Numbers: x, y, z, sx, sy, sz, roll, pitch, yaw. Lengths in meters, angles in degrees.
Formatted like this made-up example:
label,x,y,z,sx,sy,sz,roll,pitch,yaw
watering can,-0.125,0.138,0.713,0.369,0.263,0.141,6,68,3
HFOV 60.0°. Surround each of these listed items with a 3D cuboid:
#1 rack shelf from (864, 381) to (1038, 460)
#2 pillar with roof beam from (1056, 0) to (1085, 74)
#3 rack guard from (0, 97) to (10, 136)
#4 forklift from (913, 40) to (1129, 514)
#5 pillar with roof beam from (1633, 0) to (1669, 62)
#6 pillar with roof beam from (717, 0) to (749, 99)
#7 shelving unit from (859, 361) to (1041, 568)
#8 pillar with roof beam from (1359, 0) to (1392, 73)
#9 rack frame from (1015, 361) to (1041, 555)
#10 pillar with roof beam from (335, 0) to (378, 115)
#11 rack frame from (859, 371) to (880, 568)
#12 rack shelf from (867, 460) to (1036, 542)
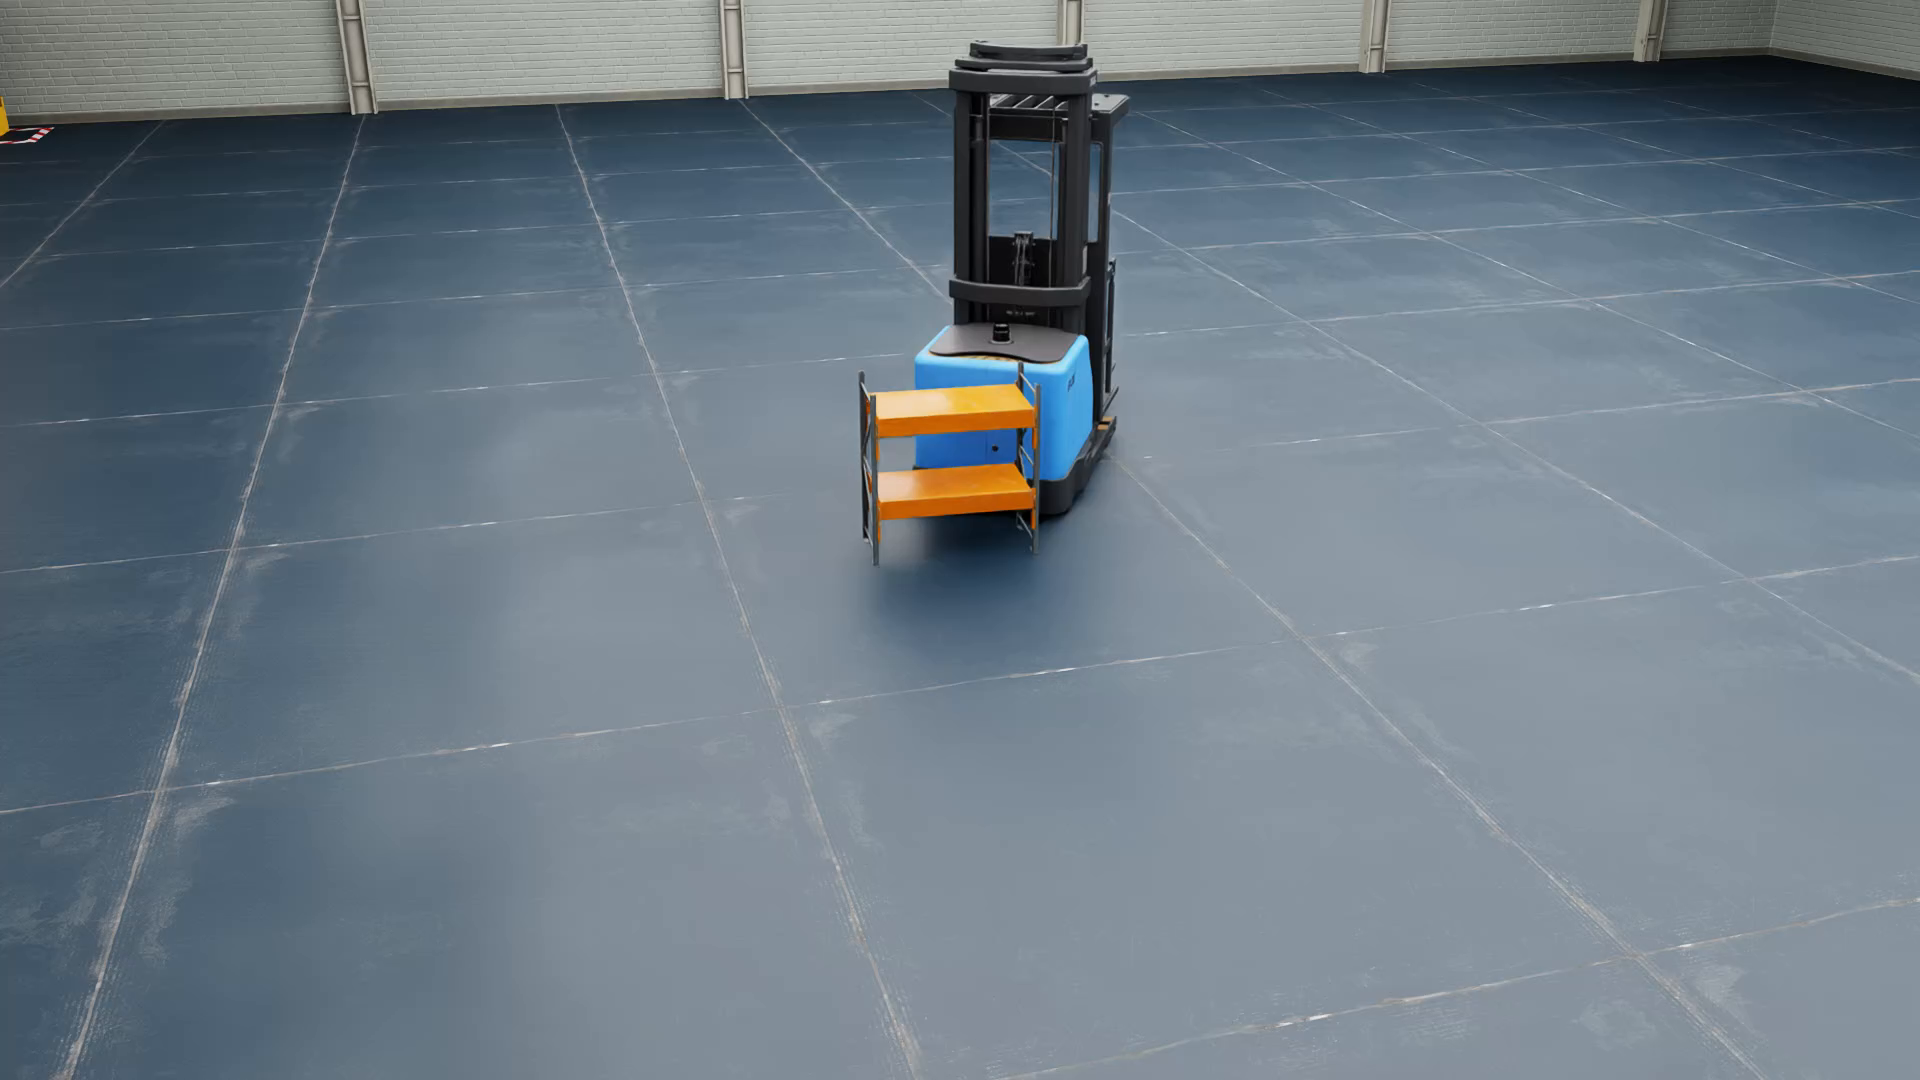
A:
label,x,y,z,sx,sy,sz,roll,pitch,yaw
rack shelf,-0.068,-0.750,10.328,1.000,0.278,0.538,-5,24,-11
pillar with roof beam,3.122,-10.673,24.211,0.400,9.000,9.100,-6,24,-14
rack guard,-14.435,-6.219,24.609,0.348,0.500,1.175,-6,24,-14
forklift,0.557,-2.069,11.855,1.130,2.935,3.031,6,24,14
pillar with roof beam,14.676,-11.951,27.190,0.400,9.000,9.100,-6,24,-14
pillar with roof beam,-2.655,-10.034,22.722,0.400,9.000,9.100,-6,24,-14
shelving unit,-0.068,-0.481,10.444,1.048,1.125,0.538,-5,24,-11
pillar with roof beam,8.899,-11.312,25.700,0.400,9.000,9.100,-6,24,-14
rack frame,0.430,-0.521,10.538,0.032,1.125,0.500,-5,24,-11
pillar with roof beam,-8.432,-9.394,21.232,0.400,9.000,9.100,-6,24,-14
rack frame,-0.566,-0.440,10.350,0.032,1.125,0.500,-5,24,-11
rack shelf,-0.068,-0.256,10.540,1.000,0.278,0.538,-5,24,-11
